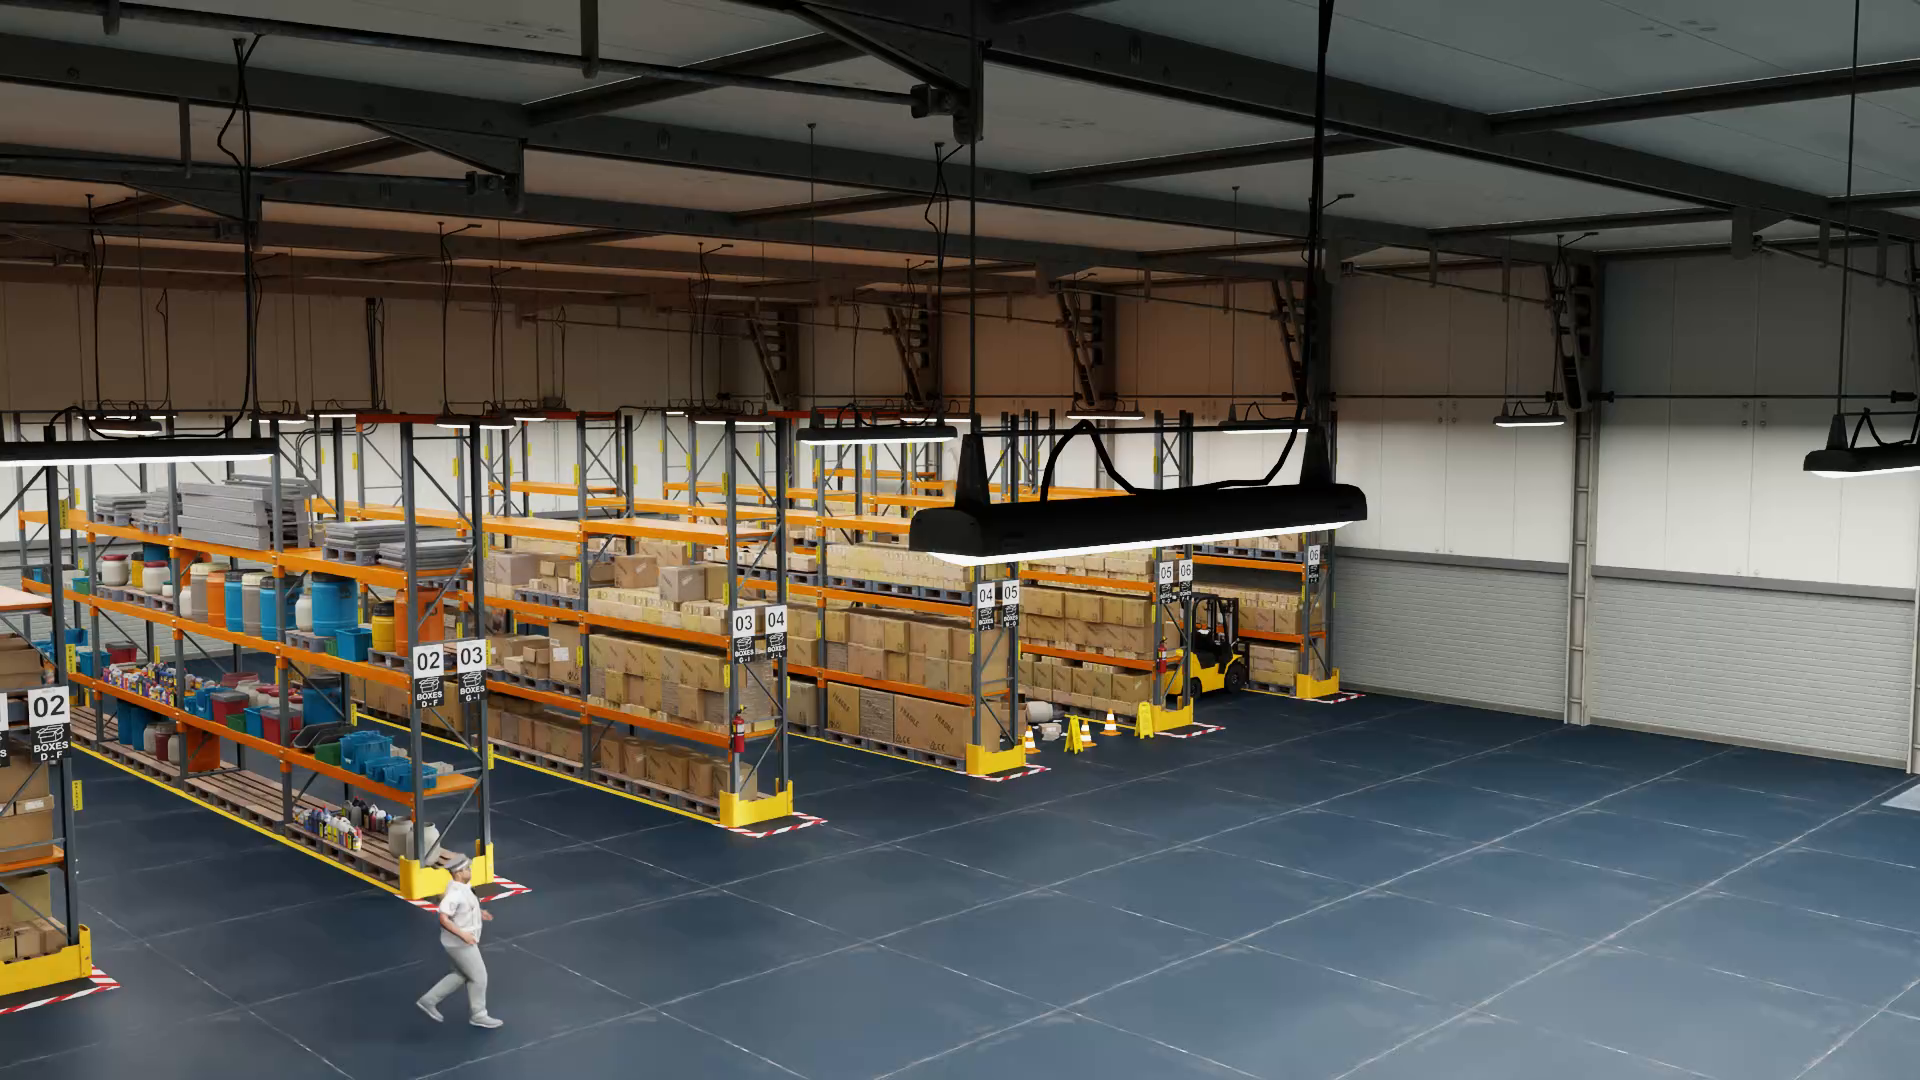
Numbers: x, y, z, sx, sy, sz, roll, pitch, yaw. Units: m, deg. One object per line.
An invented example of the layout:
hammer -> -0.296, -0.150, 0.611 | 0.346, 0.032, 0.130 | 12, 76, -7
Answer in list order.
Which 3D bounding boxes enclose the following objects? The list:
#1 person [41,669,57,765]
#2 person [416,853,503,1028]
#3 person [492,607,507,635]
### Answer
person -> -15.602, 3.034, 28.462 | 0.539, 1.652, 0.506 | 5, 7, 44
person -> -5.010, 4.010, 16.587 | 0.825, 1.790, 0.666 | -2, 5, -19
person -> -10.131, 2.273, 36.578 | 0.717, 1.791, 1.043 | -4, 6, -39
